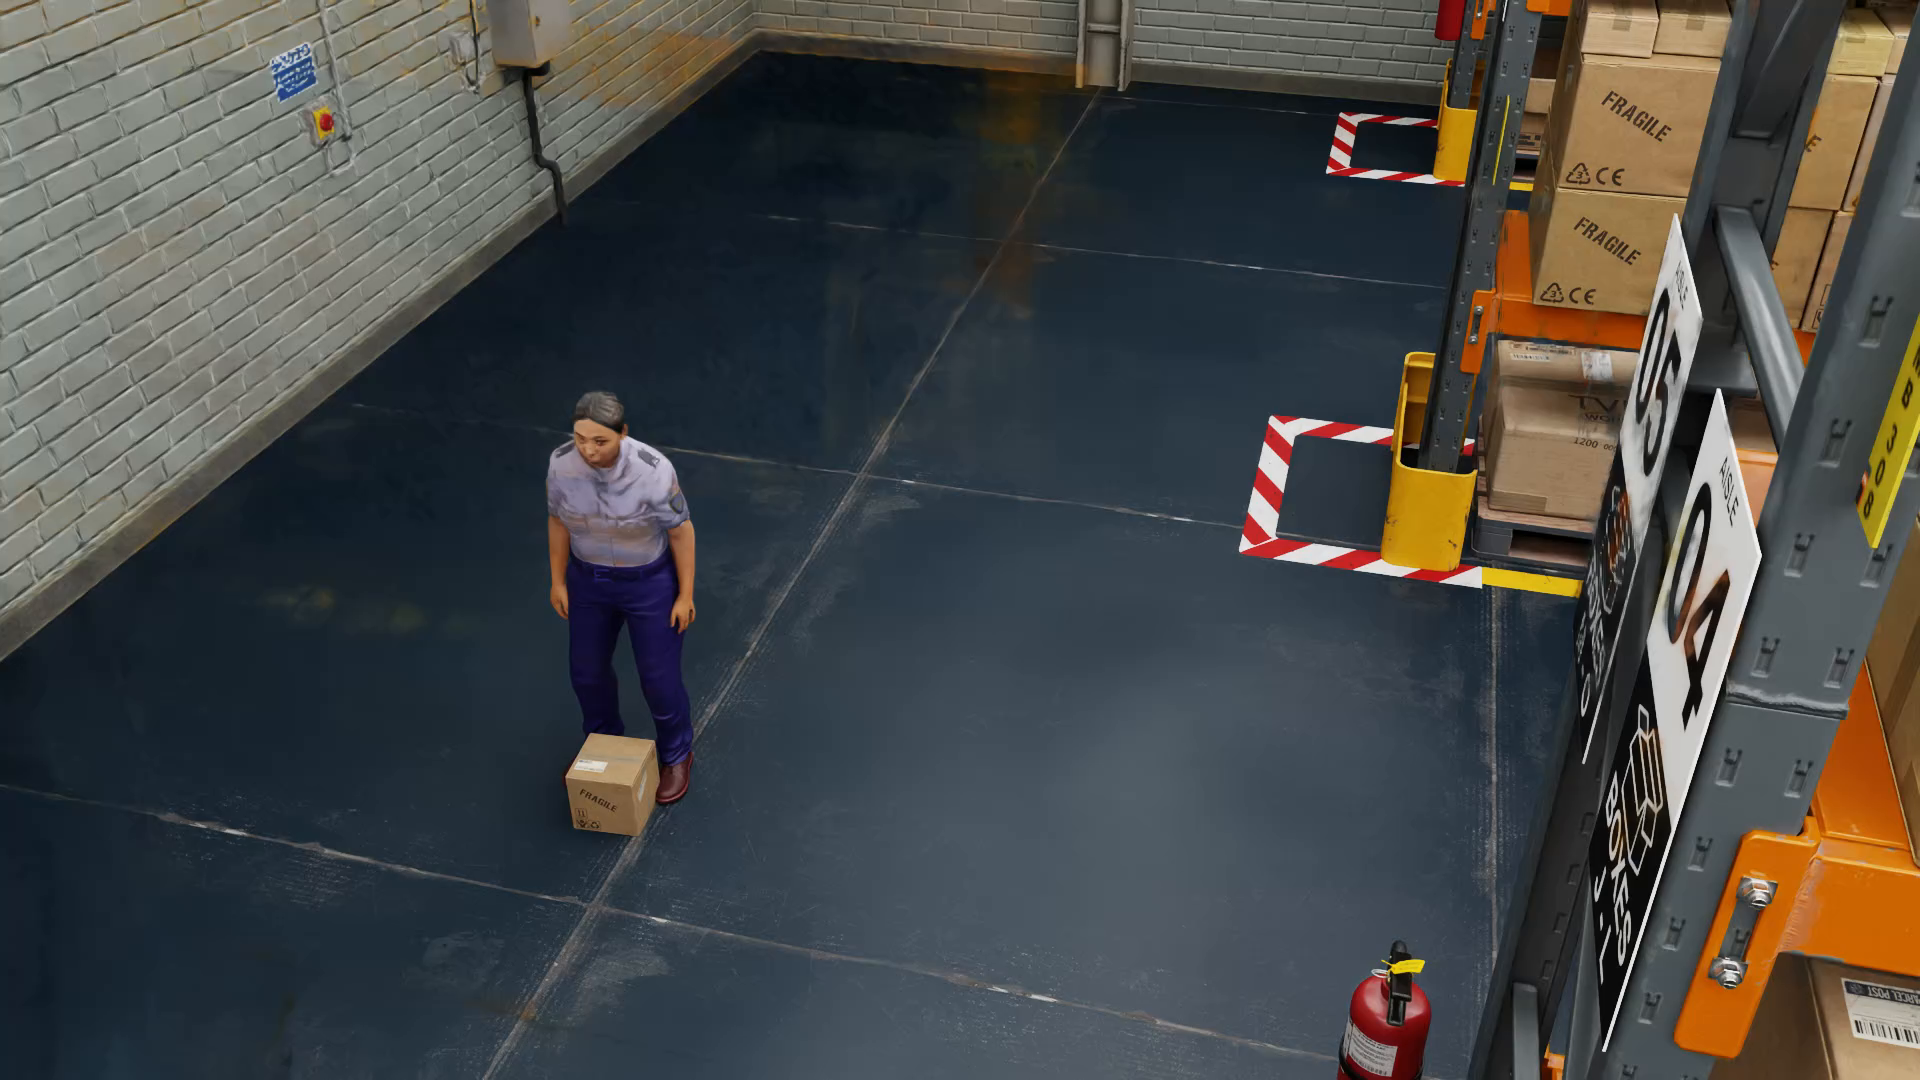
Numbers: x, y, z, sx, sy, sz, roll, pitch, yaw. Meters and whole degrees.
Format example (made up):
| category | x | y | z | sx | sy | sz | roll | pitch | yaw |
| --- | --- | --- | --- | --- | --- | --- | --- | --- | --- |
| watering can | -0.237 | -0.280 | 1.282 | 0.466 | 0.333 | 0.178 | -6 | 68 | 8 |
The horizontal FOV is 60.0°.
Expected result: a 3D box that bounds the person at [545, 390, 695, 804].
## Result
| category | x | y | z | sx | sy | sz | roll | pitch | yaw |
| --- | --- | --- | --- | --- | --- | --- | --- | --- | --- |
| person | -1.200 | 0.178 | 5.873 | 0.563 | 1.651 | 0.375 | 6 | 34 | 9 |
